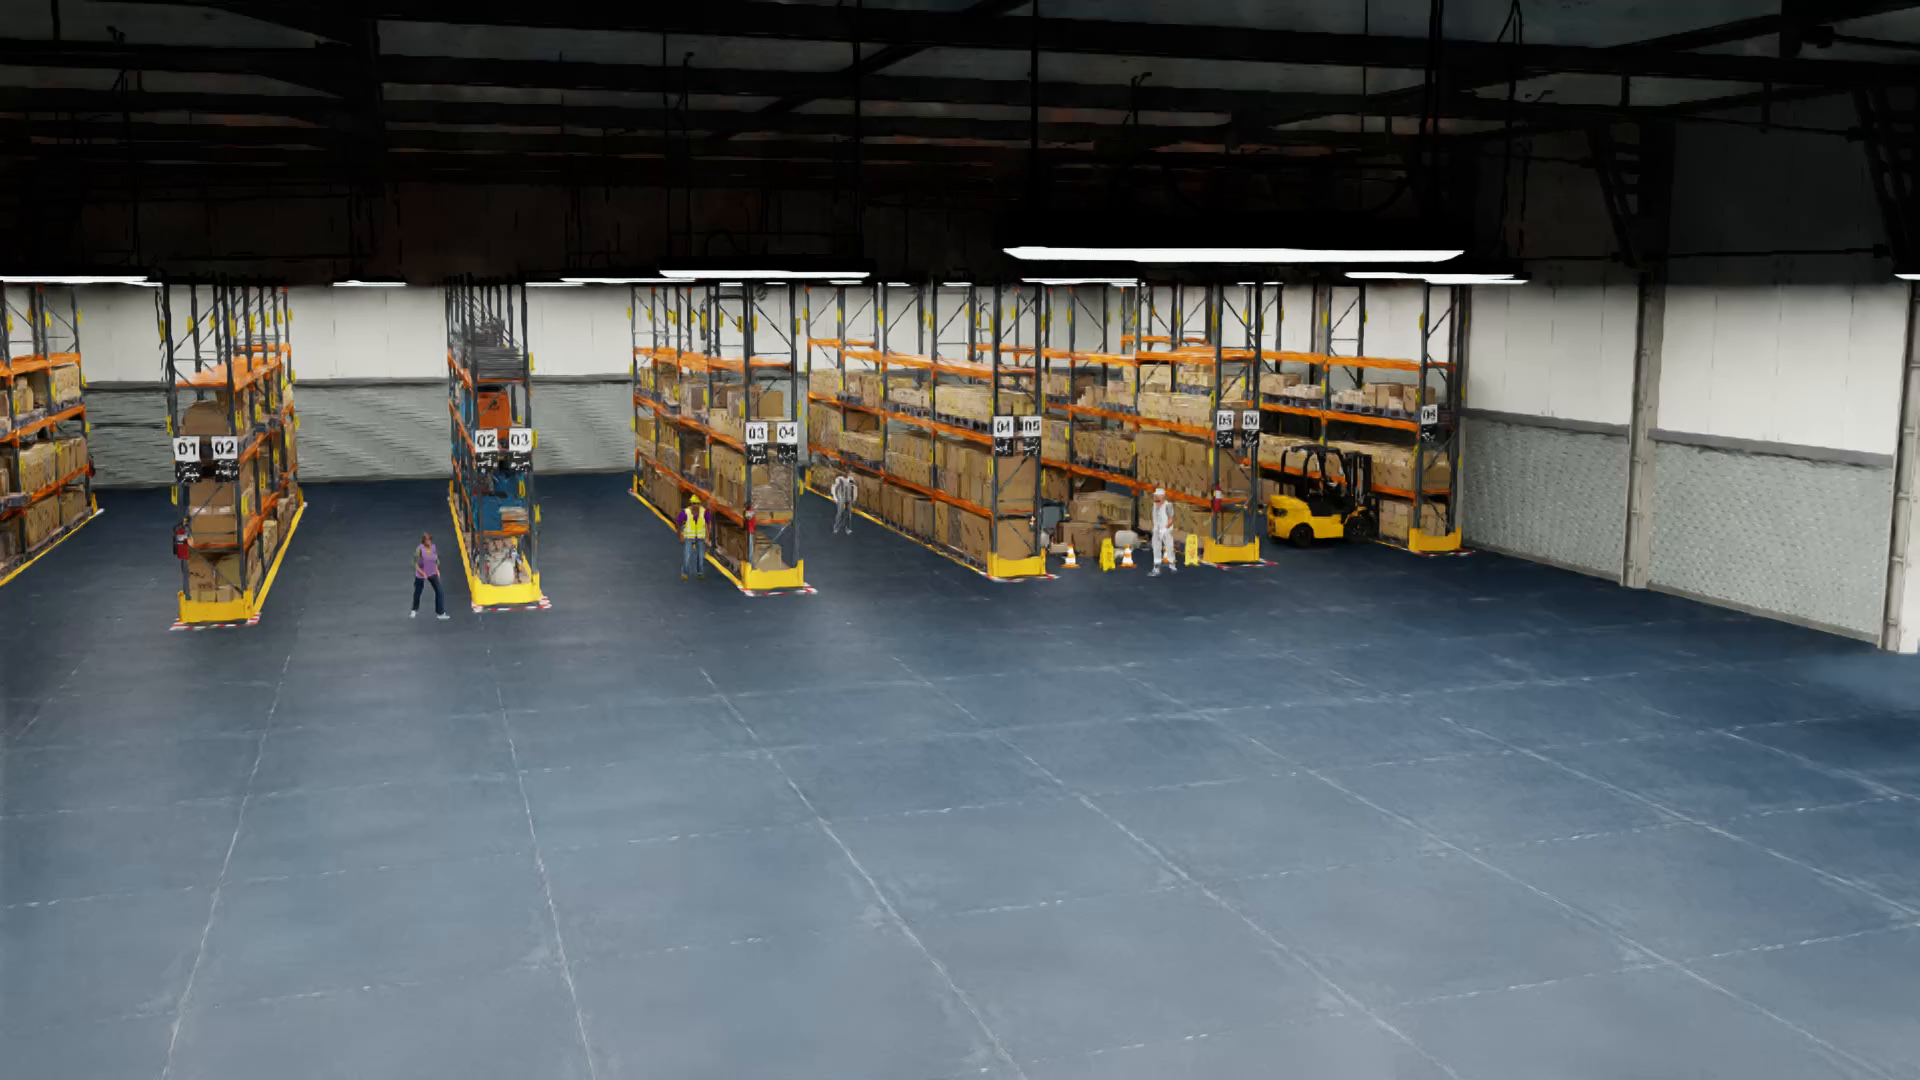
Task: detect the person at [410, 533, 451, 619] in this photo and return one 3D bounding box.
[{"bbox_3d":[-9.283,0.606,28.934,0.554,1.525,0.786,-6,11,-36],"label":"person"}]

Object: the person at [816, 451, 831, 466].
[{"bbox_3d":[-4.092,-2.629,49.699,0.593,1.762,0.612,7,11,38],"label":"person"}]

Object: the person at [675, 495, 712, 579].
[{"bbox_3d":[-5.248,-0.059,32.851,0.719,1.714,0.578,-3,9,-19],"label":"person"}]

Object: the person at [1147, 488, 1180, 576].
[{"bbox_3d":[4.067,-0.165,33.336,0.551,1.786,0.711,8,11,41],"label":"person"}]

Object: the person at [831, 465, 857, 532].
[{"bbox_3d":[-2.723,-0.976,39.181,0.639,1.632,0.498,-3,9,-20],"label":"person"}]
